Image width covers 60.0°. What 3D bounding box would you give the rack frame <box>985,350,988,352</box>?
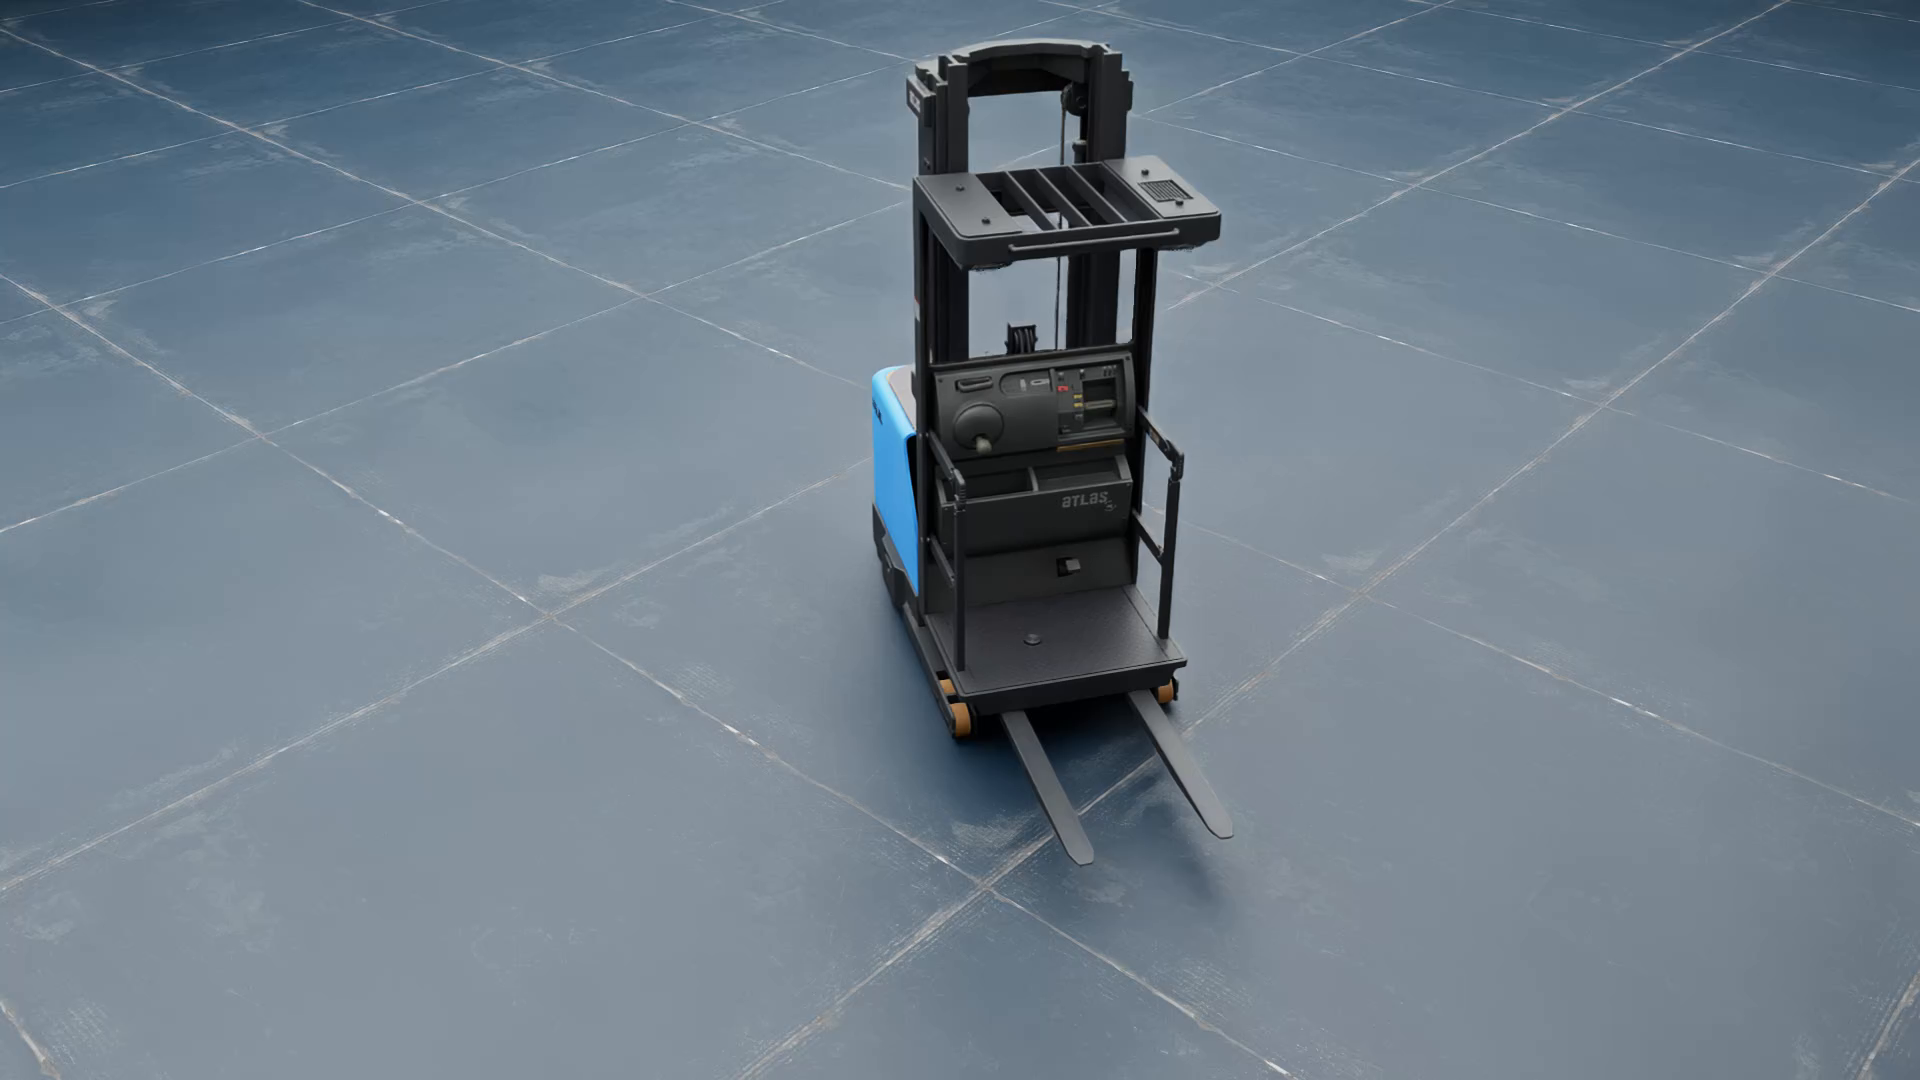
[{"bbox_3d":[0.065,-0.541,9.131,0.200,1.050,0.008,-18,36,-28],"label":"rack frame"}]

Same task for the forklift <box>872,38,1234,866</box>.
[{"bbox_3d":[0.404,-0.561,7.340,1.130,2.935,3.031,-8,32,-13],"label":"forklift"}]

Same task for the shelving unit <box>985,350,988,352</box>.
[{"bbox_3d":[-0.001,-0.594,9.219,0.215,1.050,0.252,-18,36,-28],"label":"shelving unit"}]
